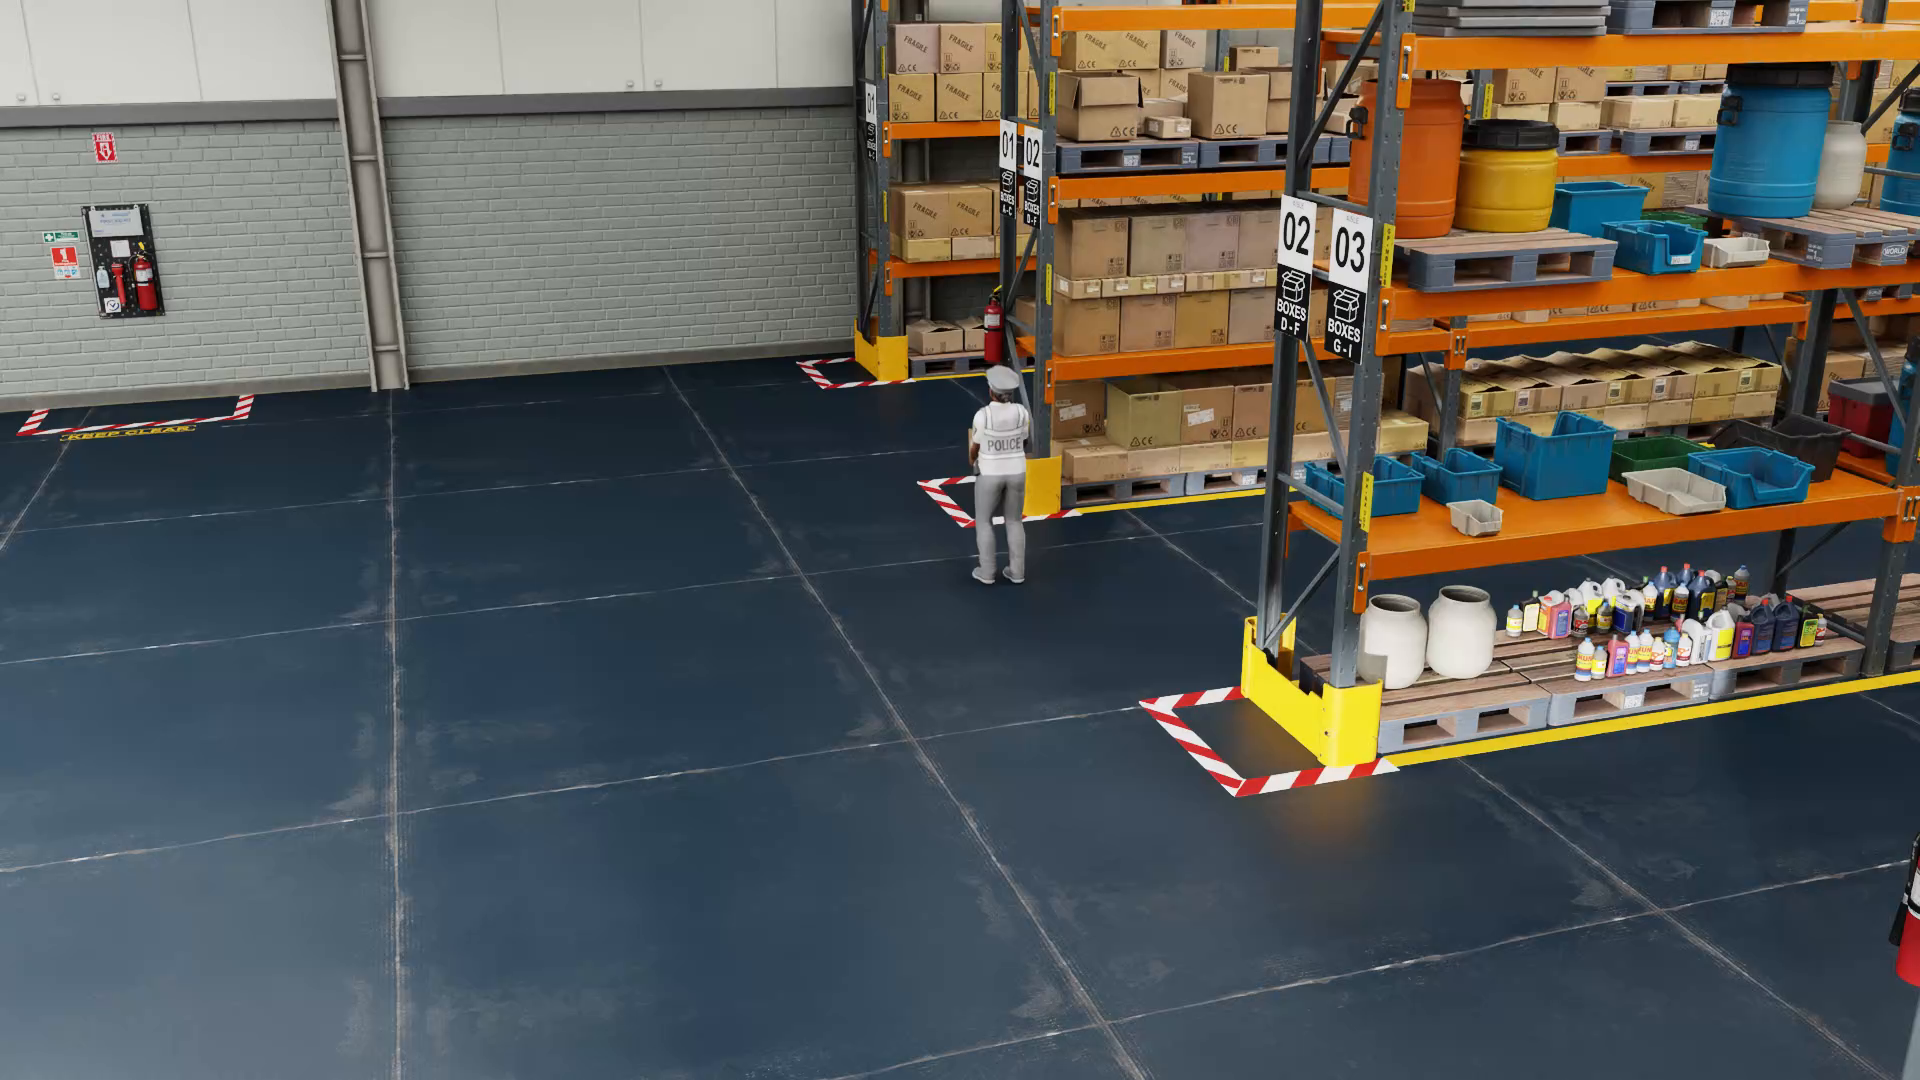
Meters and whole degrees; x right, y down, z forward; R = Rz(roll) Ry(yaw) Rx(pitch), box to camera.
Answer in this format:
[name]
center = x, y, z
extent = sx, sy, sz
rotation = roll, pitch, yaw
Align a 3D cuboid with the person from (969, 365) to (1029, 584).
[person]
center = 0.279, -0.498, 12.452
extent = 0.450, 1.683, 0.540
rotation = -6, 20, -17
